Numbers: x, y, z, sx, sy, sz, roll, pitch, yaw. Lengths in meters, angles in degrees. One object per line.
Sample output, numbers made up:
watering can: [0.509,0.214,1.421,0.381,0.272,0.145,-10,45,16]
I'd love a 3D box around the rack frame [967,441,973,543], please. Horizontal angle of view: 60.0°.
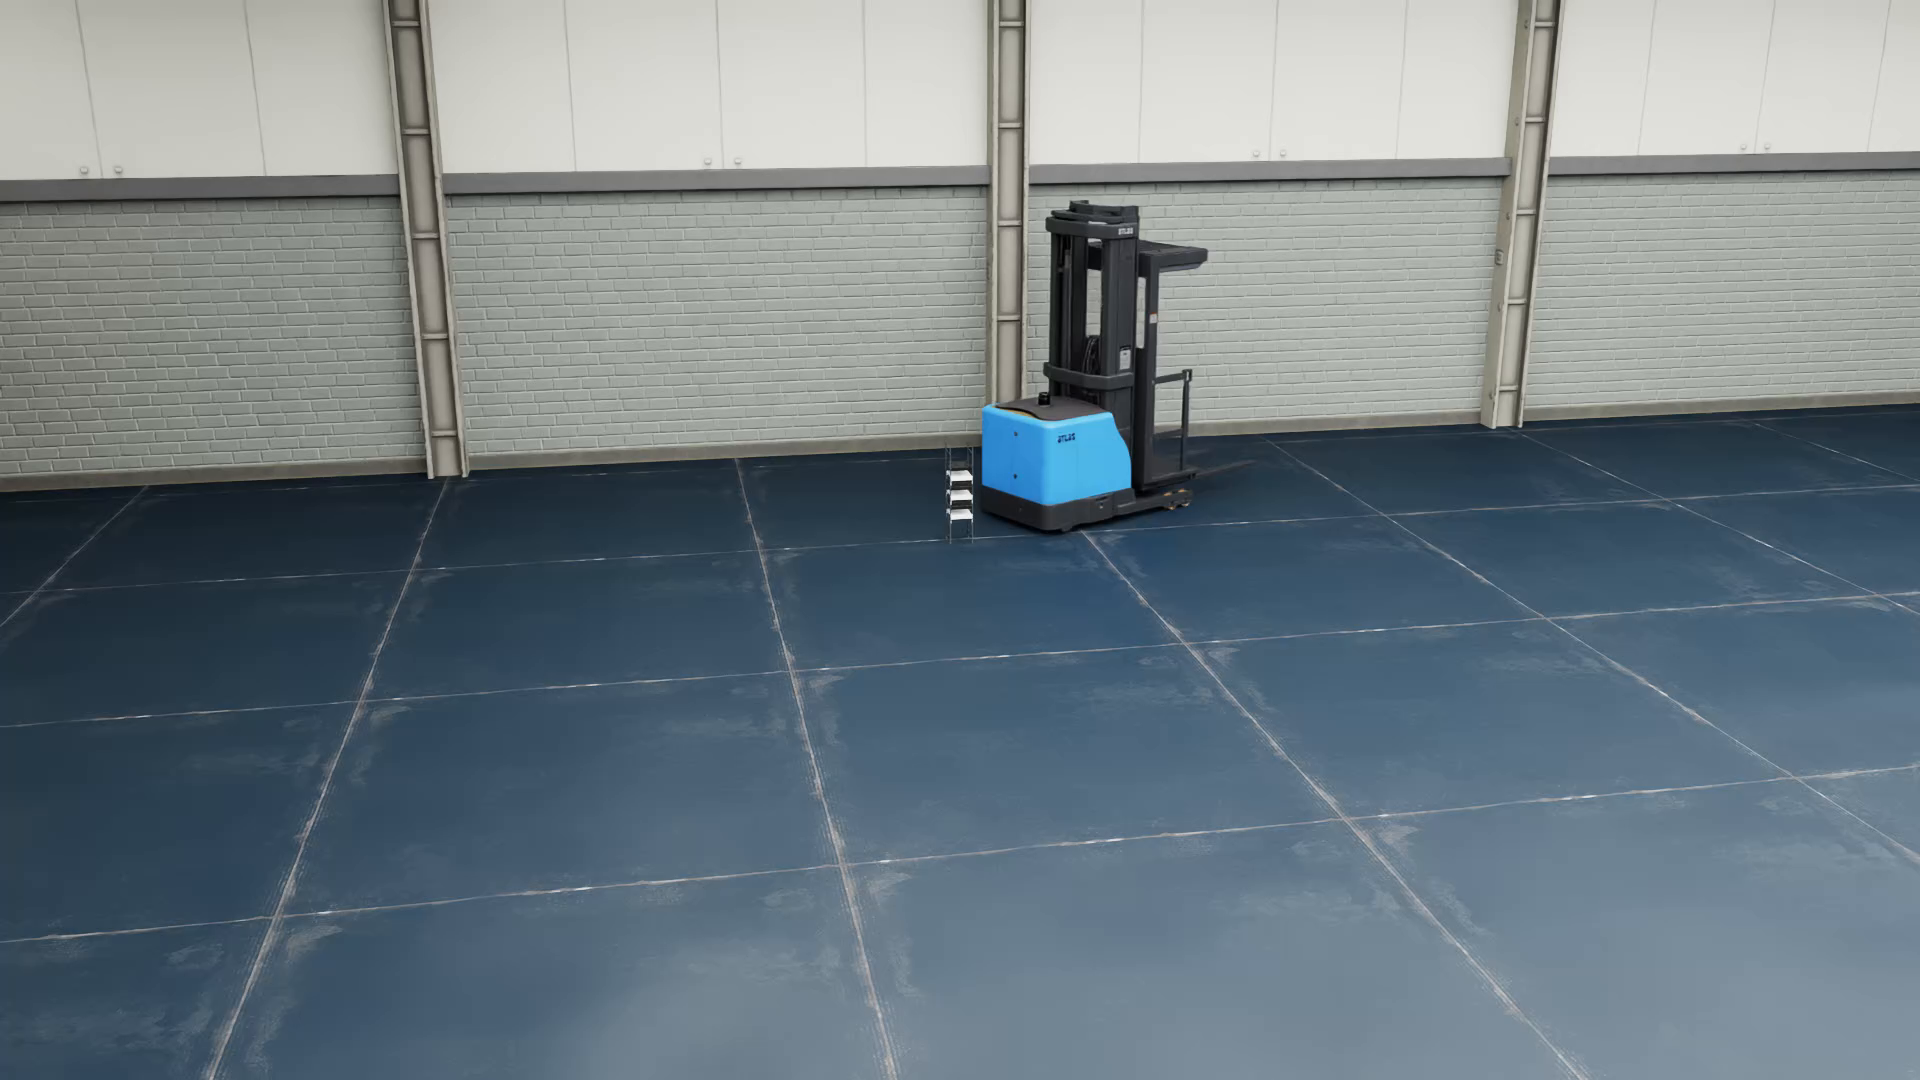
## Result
rack frame: [0.092,-0.435,15.135,0.006,0.900,0.240,-3,17,-10]

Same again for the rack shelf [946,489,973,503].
rack shelf: [-0.008,-0.398,15.126,0.200,0.077,0.258,-3,17,-10]

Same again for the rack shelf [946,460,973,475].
rack shelf: [-0.008,-0.656,15.047,0.200,0.077,0.258,-3,17,-10]

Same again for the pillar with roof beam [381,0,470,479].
pillar with roof beam: [-4.564,-3.756,12.153,0.400,9.000,9.100,-3,17,-10]

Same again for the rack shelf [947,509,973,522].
rack shelf: [-0.008,-0.226,15.179,0.200,0.077,0.258,-3,17,-10]

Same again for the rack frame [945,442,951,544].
rack frame: [-0.108,-0.424,15.098,0.006,0.900,0.240,-3,17,-10]

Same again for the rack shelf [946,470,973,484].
rack shelf: [-0.008,-0.570,15.073,0.200,0.077,0.258,-3,17,-10]

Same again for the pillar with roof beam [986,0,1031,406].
pillar with roof beam: [1.327,-4.090,13.241,0.400,9.000,9.100,-3,17,-10]

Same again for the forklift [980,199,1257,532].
forklift: [1.665,-1.803,16.129,3.031,2.935,1.130,-13,21,-36]

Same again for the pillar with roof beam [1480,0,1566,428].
pillar with roof beam: [7.218,-4.425,14.329,0.400,9.000,9.100,-3,17,-10]

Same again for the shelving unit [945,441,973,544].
shelving unit: [-0.008,-0.430,15.116,0.210,0.900,0.258,-3,17,-10]

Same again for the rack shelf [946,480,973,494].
rack shelf: [-0.008,-0.484,15.100,0.200,0.077,0.258,-3,17,-10]

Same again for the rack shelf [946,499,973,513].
rack shelf: [-0.008,-0.312,15.153,0.200,0.077,0.258,-3,17,-10]
